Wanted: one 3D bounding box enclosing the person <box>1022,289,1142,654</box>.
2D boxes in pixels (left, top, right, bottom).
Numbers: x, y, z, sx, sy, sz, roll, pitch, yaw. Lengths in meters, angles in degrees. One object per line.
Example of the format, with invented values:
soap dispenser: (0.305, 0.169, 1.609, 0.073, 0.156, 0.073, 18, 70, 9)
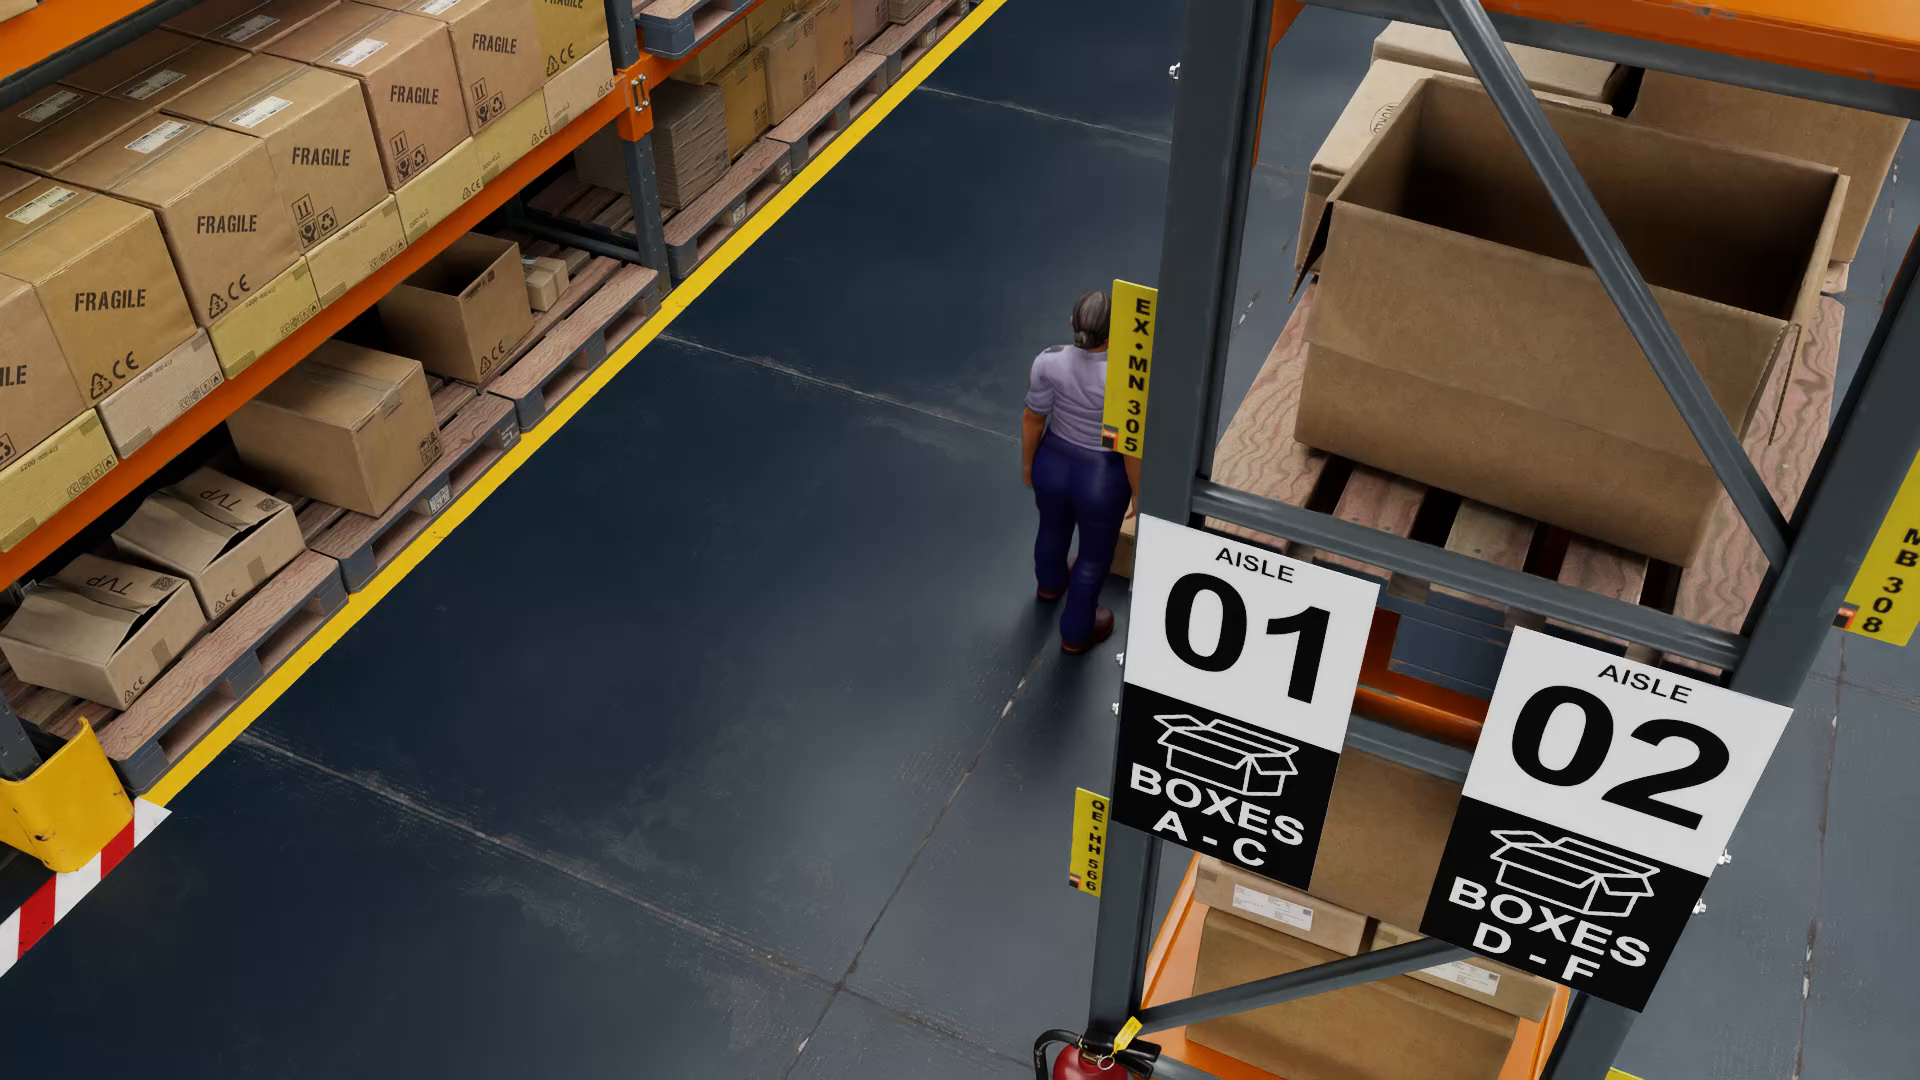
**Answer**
person: (0.529, -0.300, 6.495, 0.504, 1.655, 0.526, 22, 47, 23)
